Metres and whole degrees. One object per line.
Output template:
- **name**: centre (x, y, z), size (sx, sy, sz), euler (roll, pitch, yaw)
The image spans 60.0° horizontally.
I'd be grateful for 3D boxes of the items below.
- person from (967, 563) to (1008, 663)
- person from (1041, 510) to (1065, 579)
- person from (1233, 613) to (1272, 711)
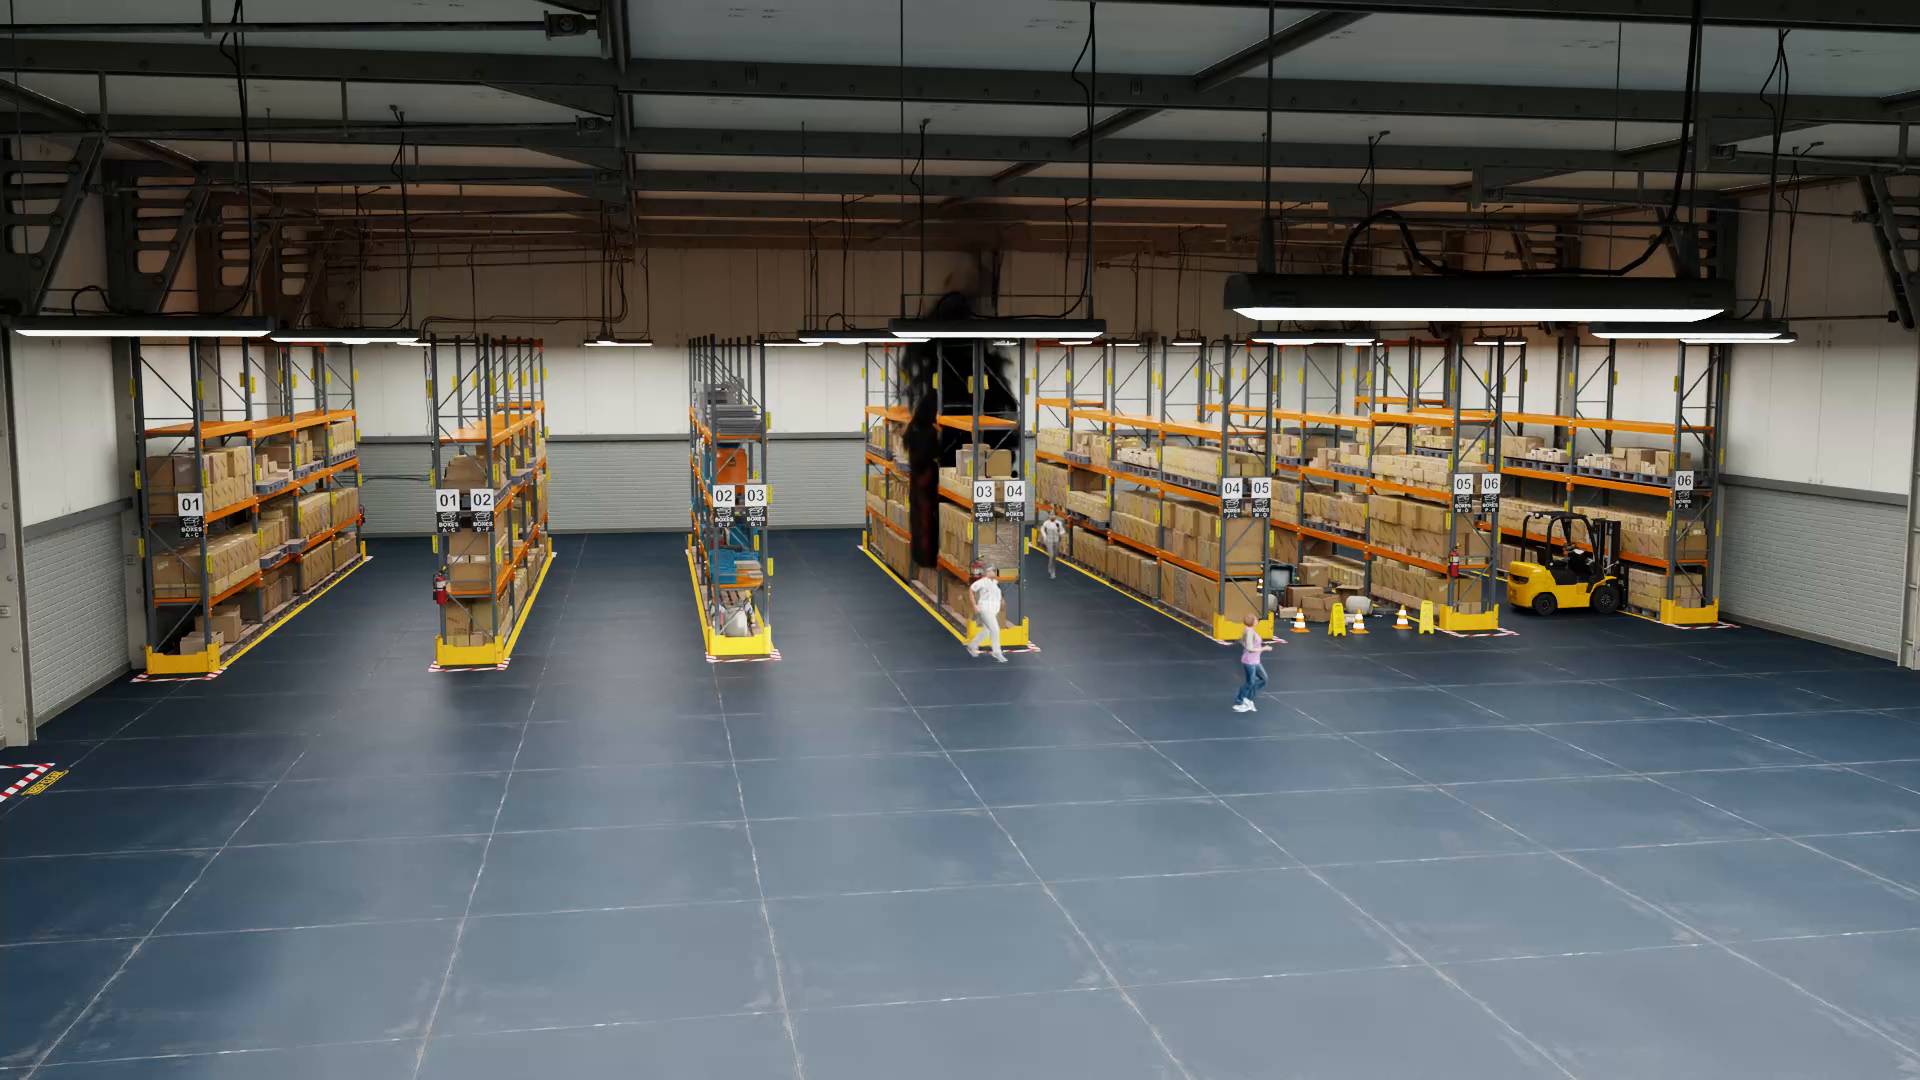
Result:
- **person**: centre (0.568, 1.321, 30.771), size (0.907, 1.779, 0.666), euler (4, 8, 31)
- **person**: centre (2.358, 0.079, 41.960), size (0.598, 1.718, 0.869), euler (-1, 7, -7)
- **person**: centre (4.622, 1.935, 26.207), size (0.615, 1.582, 0.519), euler (2, 7, 17)
